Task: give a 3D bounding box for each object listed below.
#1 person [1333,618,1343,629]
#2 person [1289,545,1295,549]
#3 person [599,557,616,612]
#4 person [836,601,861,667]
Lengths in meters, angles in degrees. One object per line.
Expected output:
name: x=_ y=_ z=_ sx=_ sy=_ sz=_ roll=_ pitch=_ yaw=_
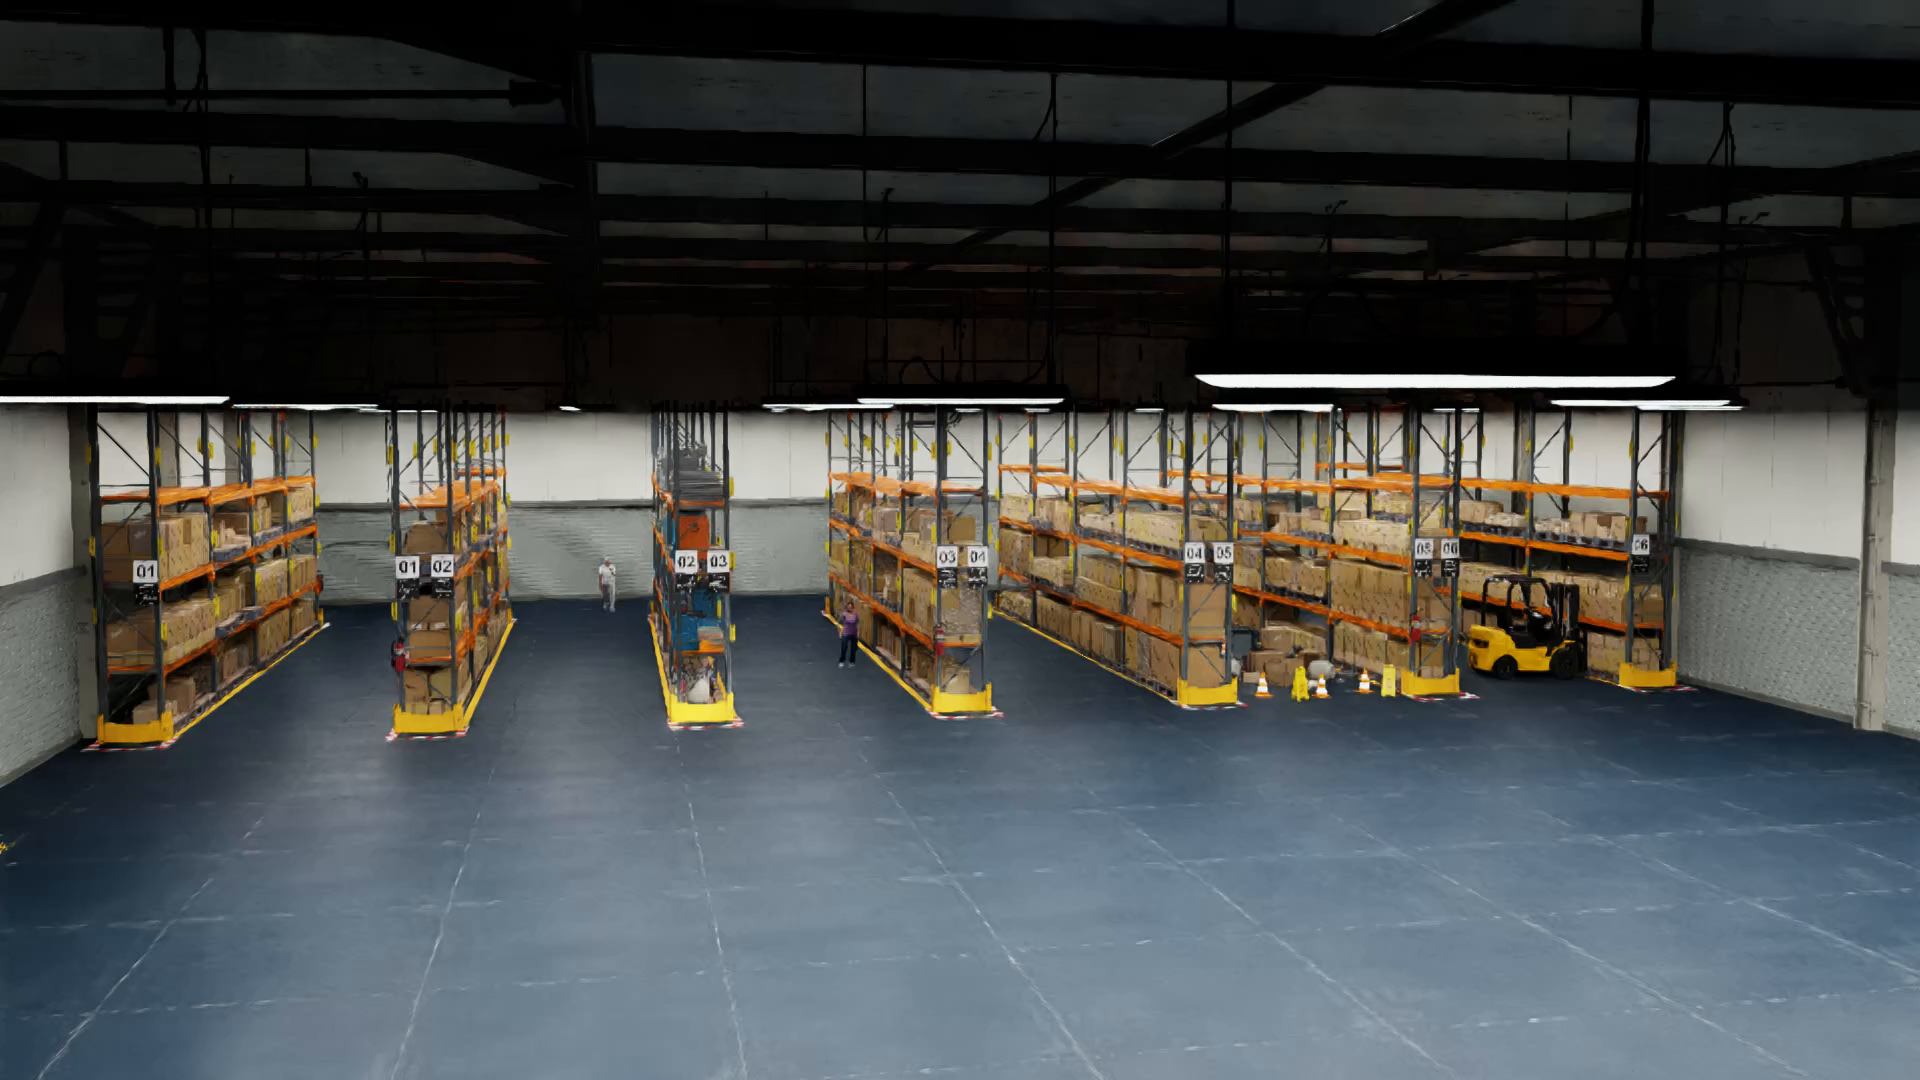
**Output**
person: x=10.048 y=1.519 z=43.923 sx=0.574 sy=1.764 sz=0.669 roll=1 pitch=4 yaw=16
person: x=10.504 y=0.985 z=52.185 sx=0.690 sy=1.622 sz=0.517 roll=-3 pitch=5 yaw=-38
person: x=-10.268 y=1.272 z=48.446 sx=0.497 sy=1.578 sz=1.090 roll=-1 pitch=4 yaw=-9
person: x=-2.512 y=2.128 z=37.590 sx=0.566 sy=1.541 sz=0.519 roll=-1 pitch=4 yaw=-14
